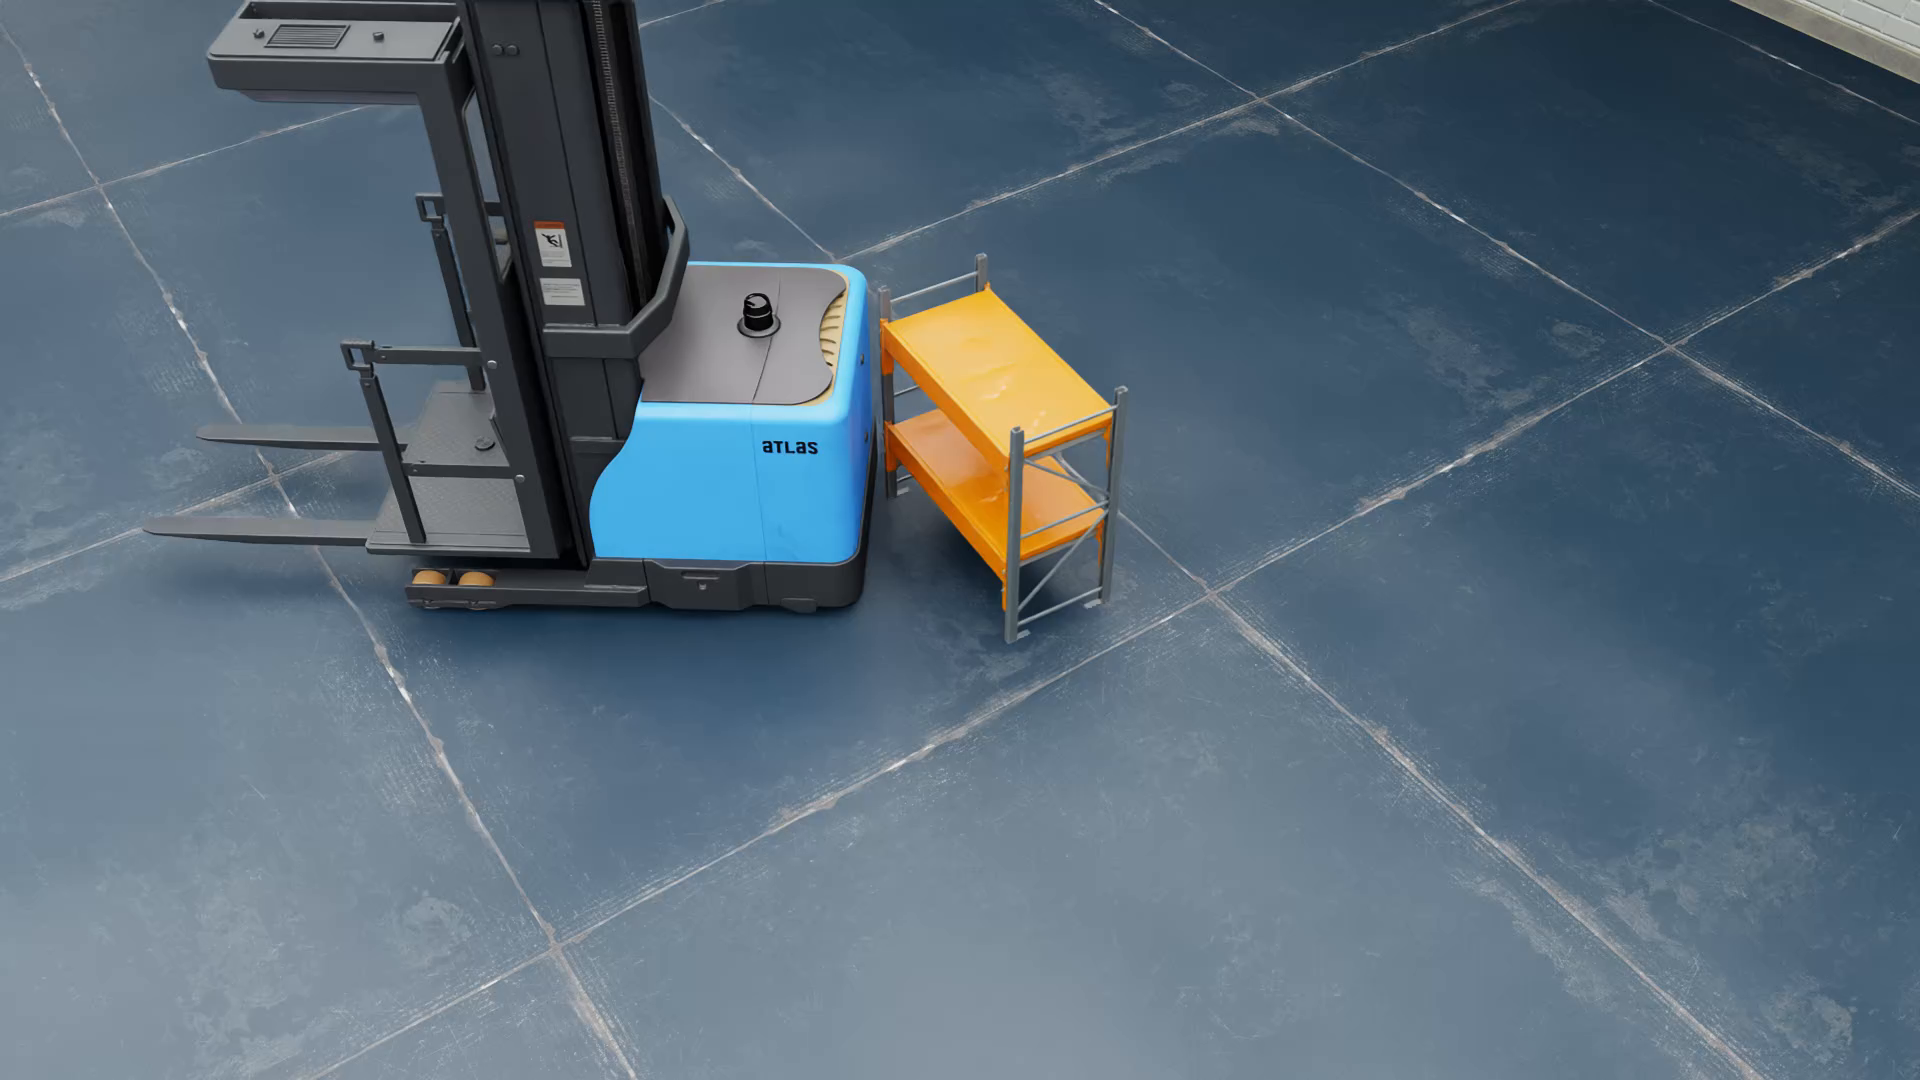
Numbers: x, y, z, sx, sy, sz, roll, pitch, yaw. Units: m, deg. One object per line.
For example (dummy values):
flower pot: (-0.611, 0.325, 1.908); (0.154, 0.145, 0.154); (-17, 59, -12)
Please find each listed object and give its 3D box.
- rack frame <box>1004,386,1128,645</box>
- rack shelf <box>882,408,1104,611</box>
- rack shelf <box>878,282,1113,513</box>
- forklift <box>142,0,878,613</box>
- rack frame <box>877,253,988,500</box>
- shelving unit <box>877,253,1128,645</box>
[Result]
rack frame: (0.405, -0.075, 6.505); (0.500, 1.125, 0.032); (-22, 48, -21)
rack shelf: (0.148, -0.201, 6.991); (0.538, 0.278, 1.000); (-22, 48, -21)
rack shelf: (0.148, -0.589, 6.620); (0.538, 0.278, 1.000); (-22, 48, -21)
forklift: (-1.903, -1.132, 6.304); (3.031, 2.935, 1.130); (2, 44, 2)
rack frame: (-0.109, -0.680, 7.139); (0.500, 1.125, 0.032); (-22, 48, -21)
shelving unit: (0.148, -0.378, 6.822); (0.538, 1.125, 1.048); (-22, 48, -21)
